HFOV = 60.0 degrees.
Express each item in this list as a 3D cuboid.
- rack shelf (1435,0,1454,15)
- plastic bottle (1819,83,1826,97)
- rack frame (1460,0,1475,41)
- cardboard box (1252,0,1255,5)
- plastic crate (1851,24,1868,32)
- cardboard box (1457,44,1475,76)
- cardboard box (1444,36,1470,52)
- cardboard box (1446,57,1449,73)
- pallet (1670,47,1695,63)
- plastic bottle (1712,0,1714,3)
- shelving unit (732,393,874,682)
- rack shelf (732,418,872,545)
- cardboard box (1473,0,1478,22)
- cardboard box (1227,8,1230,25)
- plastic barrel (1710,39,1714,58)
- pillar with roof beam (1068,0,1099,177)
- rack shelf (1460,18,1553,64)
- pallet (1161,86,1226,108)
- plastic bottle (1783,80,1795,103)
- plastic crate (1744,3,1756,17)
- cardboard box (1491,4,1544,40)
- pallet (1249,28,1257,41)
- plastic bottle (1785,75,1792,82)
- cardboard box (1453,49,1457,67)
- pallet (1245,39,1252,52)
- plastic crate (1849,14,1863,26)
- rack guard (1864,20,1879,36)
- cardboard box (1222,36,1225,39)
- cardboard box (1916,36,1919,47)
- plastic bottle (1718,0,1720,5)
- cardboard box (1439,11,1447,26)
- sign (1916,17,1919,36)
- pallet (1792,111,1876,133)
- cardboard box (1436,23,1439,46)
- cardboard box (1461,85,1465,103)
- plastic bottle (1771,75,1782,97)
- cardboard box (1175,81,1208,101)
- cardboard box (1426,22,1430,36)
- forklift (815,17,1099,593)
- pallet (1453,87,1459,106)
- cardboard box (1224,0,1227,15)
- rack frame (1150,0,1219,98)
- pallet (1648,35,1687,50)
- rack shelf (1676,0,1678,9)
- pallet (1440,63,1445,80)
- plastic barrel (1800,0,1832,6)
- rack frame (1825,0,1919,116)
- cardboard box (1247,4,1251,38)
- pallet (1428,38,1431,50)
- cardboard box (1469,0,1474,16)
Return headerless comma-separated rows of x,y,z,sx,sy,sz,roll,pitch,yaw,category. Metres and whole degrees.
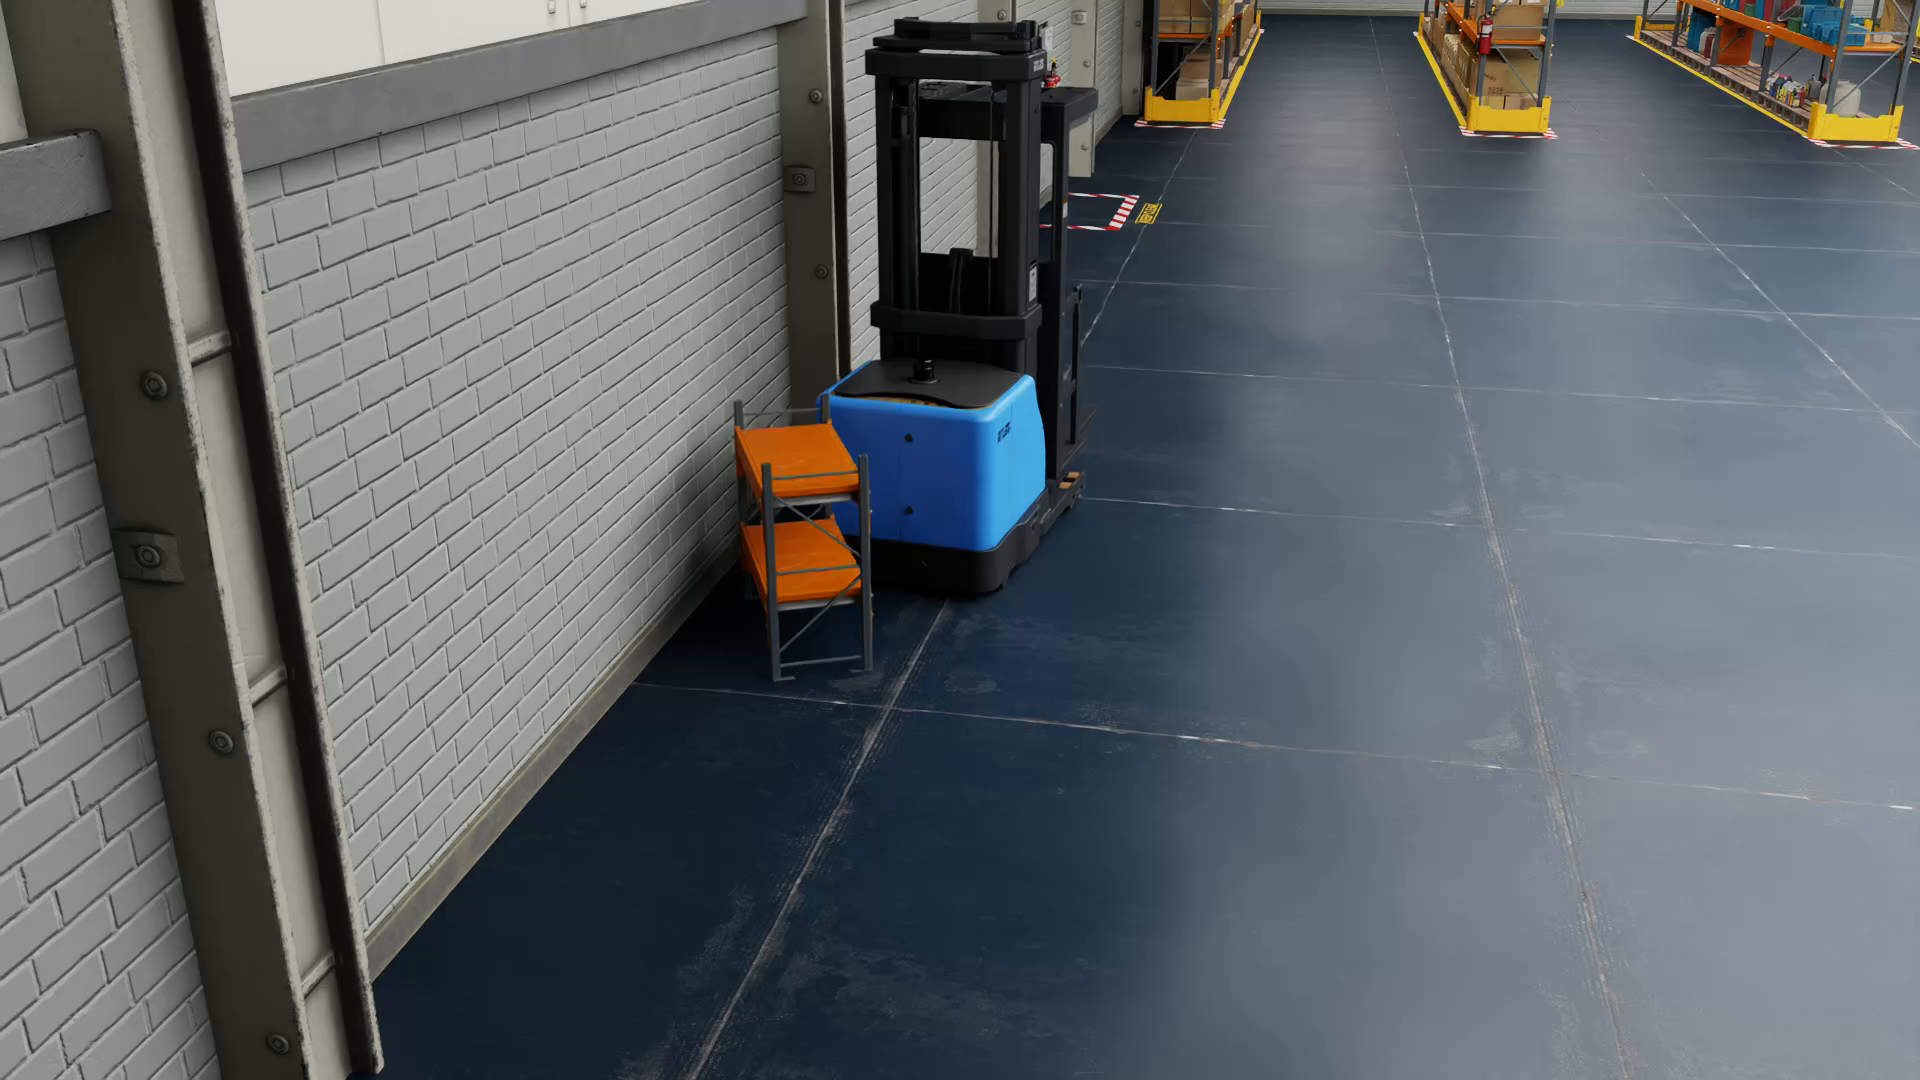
10.391,-10.992,34.095,1.077,0.370,4.000,4,22,11,rack shelf
13.955,-7.249,26.885,0.061,0.283,0.133,4,22,11,plastic bottle
9.166,-9.131,28.512,1.000,3.000,0.127,4,22,11,rack frame
6.820,-12.815,39.572,0.380,0.149,0.250,5,22,12,cardboard box
13.931,-8.017,26.097,0.530,0.136,0.437,4,22,11,plastic crate
8.671,-8.069,27.989,0.500,0.500,0.500,4,22,11,cardboard box
9.489,-9.412,31.576,0.500,0.311,0.500,4,22,10,cardboard box
9.281,-8.783,30.764,0.500,0.250,0.500,5,22,12,cardboard box
15.449,-10.106,34.663,1.003,0.211,1.213,4,22,11,pallet
14.624,-10.533,32.163,0.097,0.271,0.097,0,22,0,plastic bottle
-0.806,-0.039,8.444,0.538,1.125,1.048,-5,23,-13,shelving unit
-0.806,-0.310,8.334,0.538,0.278,1.000,-5,23,-13,rack shelf
9.082,-9.015,28.089,0.700,0.500,0.500,4,22,10,cardboard box
4.217,-8.700,27.615,0.500,0.250,0.500,5,22,11,cardboard box
14.942,-9.650,32.566,0.421,0.512,0.421,0,22,0,plastic barrel
5.786,-8.627,19.229,9.100,9.000,0.400,4,22,11,pillar with roof beam
8.758,-8.066,26.830,1.077,0.370,4.000,4,22,11,rack shelf
3.967,-7.518,28.239,1.003,0.211,1.213,4,22,11,pallet
13.280,-7.172,26.603,0.144,0.351,0.185,5,23,13,plastic bottle
14.094,-9.313,29.245,0.450,0.188,0.662,4,22,11,plastic crate
8.458,-7.885,25.282,0.700,0.500,0.500,4,22,11,cardboard box
6.427,-11.860,39.018,1.003,0.211,1.213,4,22,11,pallet
13.585,-7.453,27.302,0.144,0.351,0.185,4,22,11,plastic bottle
8.968,-8.481,29.264,0.500,0.311,0.500,4,22,11,cardboard box
5.865,-10.852,36.517,1.003,0.211,1.213,4,22,11,pallet
14.055,-8.258,26.542,0.499,0.251,0.616,4,22,11,plastic crate
21.317,-11.613,38.019,1.175,0.500,0.348,4,22,11,rack guard
4.744,-9.384,31.897,0.700,0.500,0.500,4,22,11,cardboard box
20.709,-10.745,34.801,0.875,0.875,0.875,4,22,11,cardboard box
14.496,-10.342,31.673,0.061,0.283,0.133,4,22,11,plastic bottle
10.156,-10.742,34.264,0.500,0.250,0.500,4,22,10,cardboard box
13.736,-7.374,23.779,0.100,0.325,0.005,4,22,11,sign
13.339,-6.324,25.274,1.003,0.211,1.213,4,22,11,pallet
10.254,-10.565,34.829,0.500,0.500,0.500,5,22,12,cardboard box
8.361,-7.173,26.768,0.500,0.250,0.500,4,22,11,cardboard box
13.444,-7.464,27.329,0.144,0.351,0.185,5,22,12,plastic bottle
3.729,-7.248,26.845,0.500,0.311,0.500,2,22,5,cardboard box
10.790,-11.518,37.449,0.500,0.311,0.500,4,22,11,cardboard box
0.159,-1.596,9.894,1.130,2.935,3.031,7,23,17,forklift
8.963,-7.550,28.318,1.003,0.211,1.213,4,22,11,pallet
4.002,-8.664,26.521,0.500,0.500,0.500,5,22,11,cardboard box
3.500,-8.045,25.814,1.000,3.000,0.127,4,22,11,rack frame
16.006,-11.104,37.143,1.003,0.211,1.213,4,22,11,pallet
16.055,-12.076,36.786,1.077,0.370,4.000,4,22,11,rack shelf
9.776,-9.003,31.925,1.003,0.211,1.213,4,22,11,pallet
14.390,-9.103,27.771,0.600,0.901,0.708,4,22,11,plastic barrel
13.198,-7.290,23.938,1.000,3.000,0.127,4,22,11,rack frame
5.943,-11.383,36.419,0.750,0.750,0.750,5,22,12,cardboard box
10.940,-11.015,36.921,1.003,0.211,1.213,4,22,11,pallet
9.166,-9.405,29.370,0.396,0.266,0.258,4,22,10,cardboard box
